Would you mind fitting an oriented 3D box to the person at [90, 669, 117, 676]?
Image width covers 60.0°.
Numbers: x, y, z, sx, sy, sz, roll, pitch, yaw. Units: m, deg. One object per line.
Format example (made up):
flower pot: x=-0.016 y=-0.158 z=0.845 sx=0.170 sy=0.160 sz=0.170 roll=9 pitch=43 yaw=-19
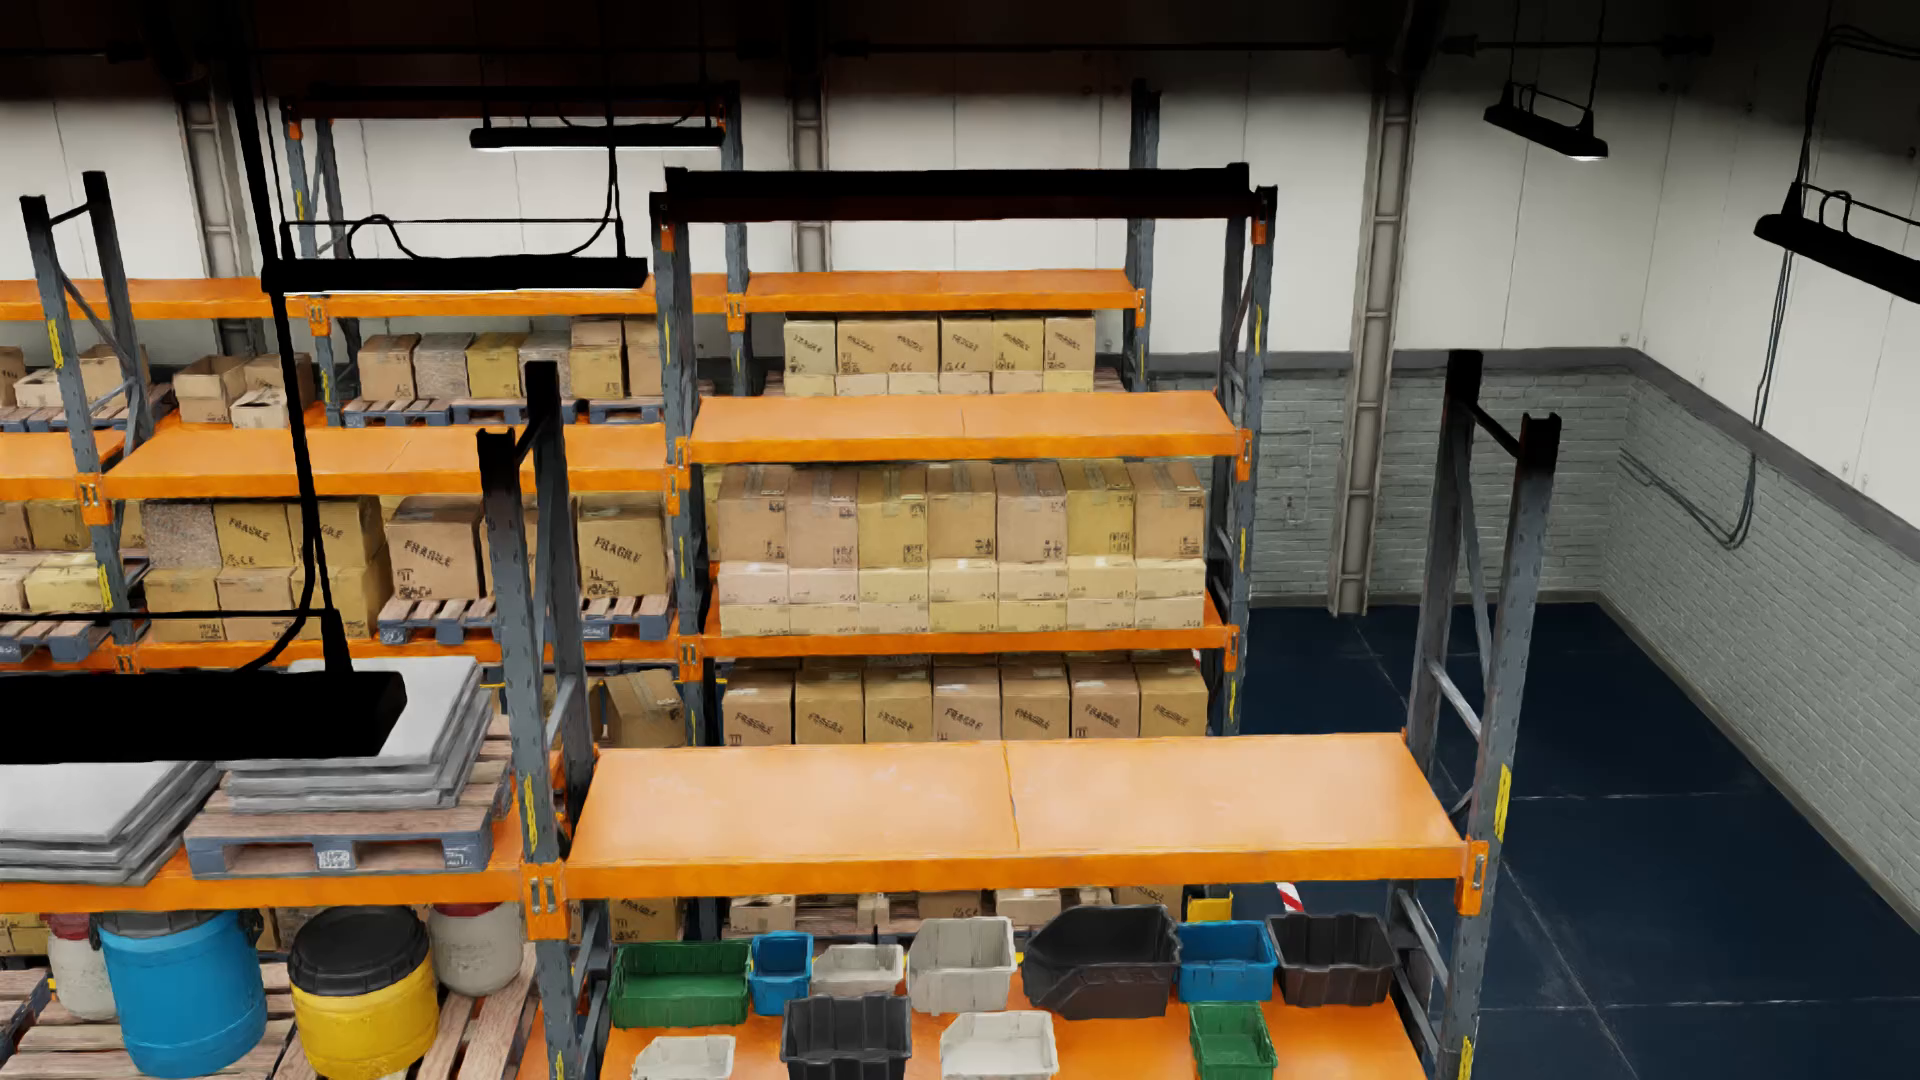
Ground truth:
person: x=-7.855 y=1.406 z=15.438 sx=1.115 sy=1.641 sz=0.547 roll=-2 pitch=22 yaw=-4
